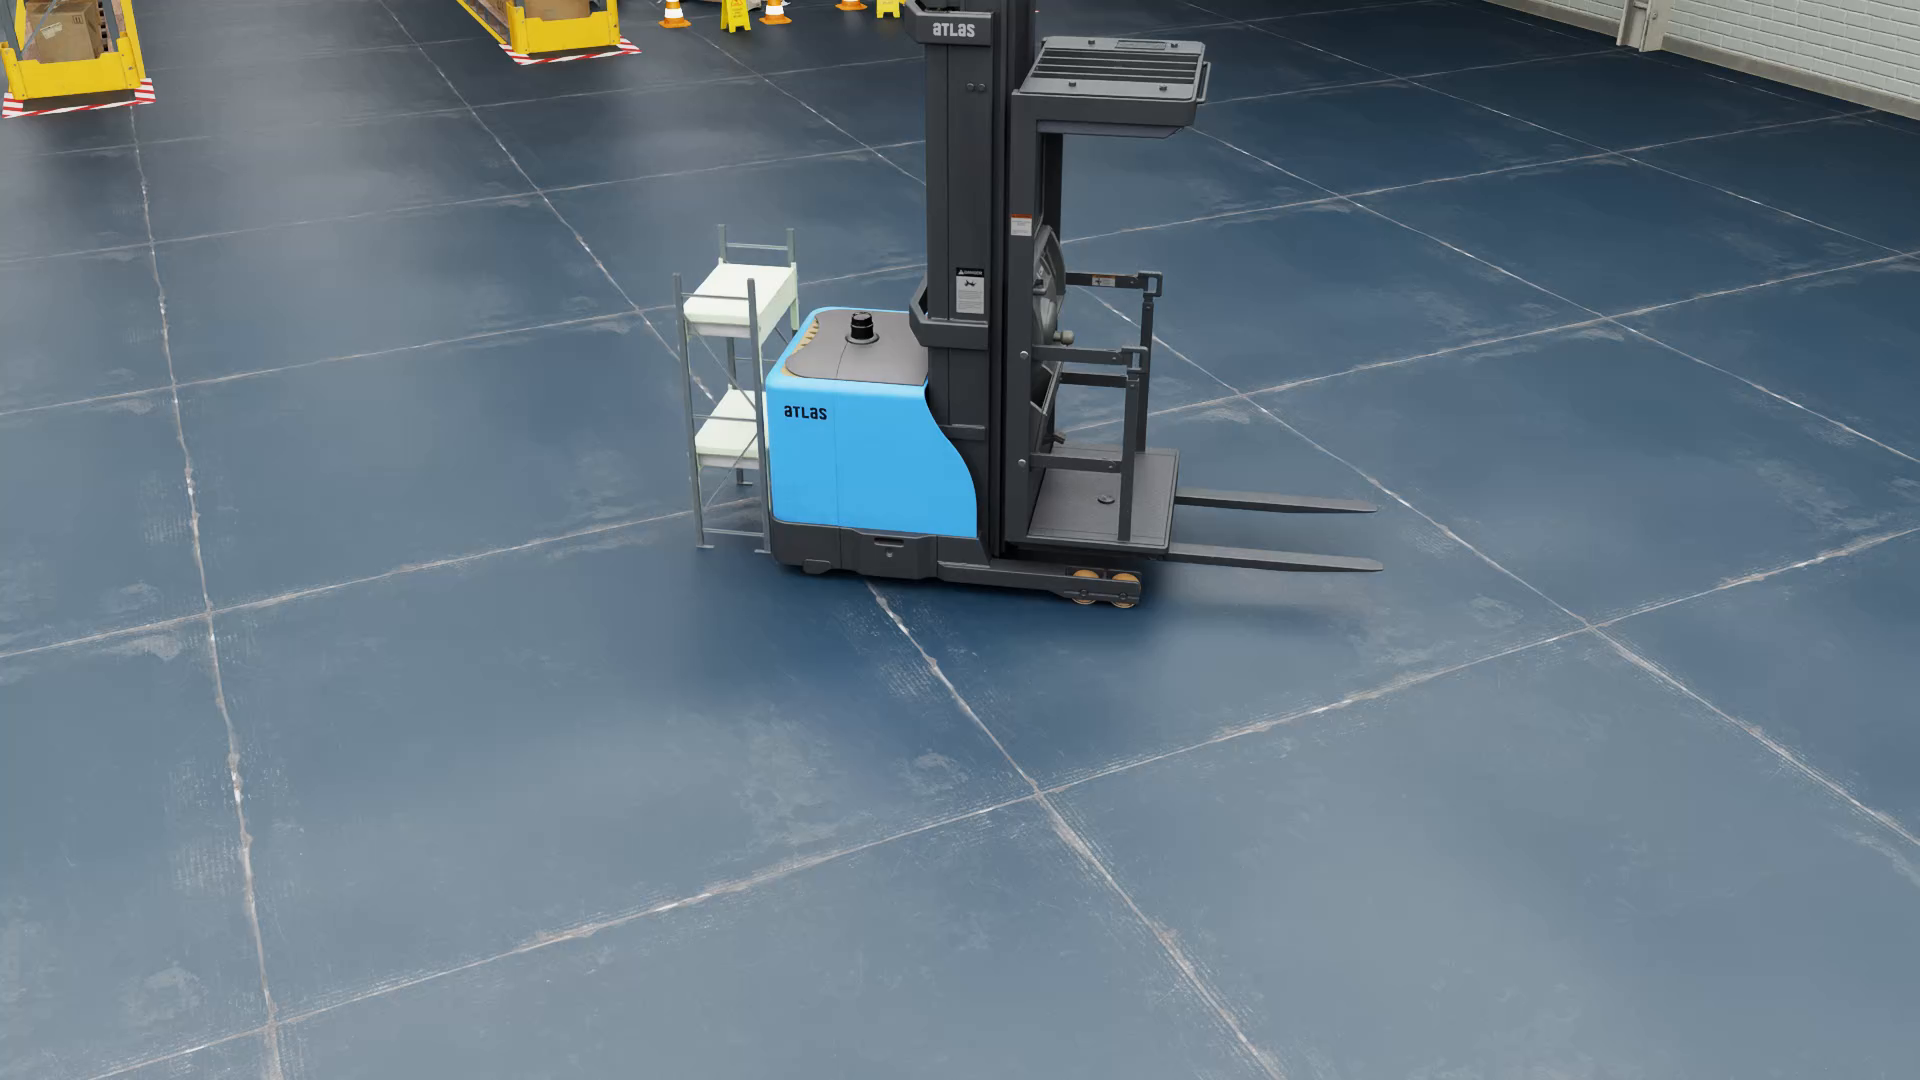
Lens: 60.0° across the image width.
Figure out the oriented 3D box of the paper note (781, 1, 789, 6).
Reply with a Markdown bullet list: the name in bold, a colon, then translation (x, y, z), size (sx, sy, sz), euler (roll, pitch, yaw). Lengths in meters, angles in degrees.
- **paper note**: translation (-2.187, -6.634, 20.550), size (0.142, 0.019, 0.148), euler (26, 38, 38)

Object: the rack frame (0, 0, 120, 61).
- **rack frame**: translation (-8.934, -5.849, 16.114), size (1.000, 3.000, 0.127), euler (-13, 32, -22)

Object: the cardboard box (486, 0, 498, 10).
- **cardboard box**: translation (-5.141, -6.776, 19.510), size (0.875, 0.875, 0.875), euler (-14, 32, -23)

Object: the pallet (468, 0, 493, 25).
- **pallet**: translation (-5.345, -6.504, 20.134), size (1.003, 0.211, 1.213), euler (-13, 32, -22)

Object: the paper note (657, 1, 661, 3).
- **paper note**: translation (-3.738, -6.695, 20.679), size (0.032, 0.001, 0.123), euler (2, 29, 4)

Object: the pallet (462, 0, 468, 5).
- **pallet**: translation (-5.872, -7.044, 21.096), size (1.003, 0.211, 1.213), euler (-13, 32, -22)

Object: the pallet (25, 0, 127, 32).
- **pallet**: translation (-10.331, -6.110, 19.431), size (1.003, 0.211, 1.213), euler (-13, 32, -22)

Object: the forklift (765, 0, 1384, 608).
- **forklift**: translation (0.614, -1.227, 7.941), size (3.031, 2.935, 1.130), euler (5, 30, 8)

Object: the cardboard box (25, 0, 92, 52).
- **cardboard box**: translation (-9.475, -5.478, 17.578), size (0.500, 0.500, 0.500), euler (-5, 30, -9)

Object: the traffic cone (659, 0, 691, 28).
- **traffic cone**: translation (-3.357, -6.272, 19.462), size (0.336, 0.463, 0.334), euler (-13, 32, -22)

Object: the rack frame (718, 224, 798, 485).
- **rack frame**: translation (-1.050, -0.955, 8.920), size (0.400, 1.500, 0.023), euler (5, 30, 8)

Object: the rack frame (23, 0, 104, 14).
- **rack frame**: translation (-10.651, -7.616, 19.265), size (1.000, 3.000, 0.127), euler (-13, 32, -22)

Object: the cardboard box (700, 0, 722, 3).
- **cardboard box**: translation (-3.024, -7.085, 20.871), size (0.637, 0.503, 0.797), euler (13, 32, 21)

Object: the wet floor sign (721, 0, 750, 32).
- **wet floor sign**: translation (-2.610, -6.222, 19.186), size (0.267, 0.644, 0.232), euler (-19, 35, -30)

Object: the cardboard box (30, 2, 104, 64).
- **cardboard box**: translation (-9.187, -5.221, 17.120), size (0.500, 0.500, 0.500), euler (-7, 30, -13)

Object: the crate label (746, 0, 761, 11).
- **crate label**: translation (-2.583, -6.551, 20.293), size (0.298, 0.136, 0.250), euler (19, 34, 30)

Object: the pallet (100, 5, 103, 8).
- **pallet**: translation (-10.987, -6.743, 20.559), size (1.003, 0.211, 1.213), euler (-13, 32, -22)

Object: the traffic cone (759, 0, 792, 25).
- **traffic cone**: translation (-2.190, -6.359, 19.617), size (0.336, 0.463, 0.334), euler (-13, 32, -22)

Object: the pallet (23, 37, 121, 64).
- **pallet**: translation (-9.284, -5.032, 17.509), size (1.003, 0.211, 1.213), euler (-13, 32, -22)

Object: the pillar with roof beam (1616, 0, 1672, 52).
- **pillar with roof beam**: translation (3.700, -8.533, 14.766), size (9.100, 9.000, 0.400), euler (-13, 32, -22)

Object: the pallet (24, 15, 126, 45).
- **pallet**: translation (-9.803, -5.571, 18.468), size (1.003, 0.211, 1.213), euler (-13, 32, -22)

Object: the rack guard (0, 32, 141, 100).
- **rack guard**: translation (-8.967, -4.792, 16.785), size (1.175, 0.500, 0.348), euler (-13, 32, -22)

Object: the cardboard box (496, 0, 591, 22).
- **cardboard box**: translation (-4.762, -6.388, 18.818), size (0.875, 0.875, 0.875), euler (-13, 32, -22)

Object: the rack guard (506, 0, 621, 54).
- **rack guard**: translation (-4.401, -5.745, 18.484), size (1.175, 0.500, 0.348), euler (-13, 32, -22)

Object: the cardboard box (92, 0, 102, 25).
- **cardboard box**: translation (-9.925, -6.014, 18.535), size (0.500, 0.500, 0.500), euler (-16, 33, -26)

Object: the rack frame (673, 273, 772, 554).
- **rack frame**: translation (-1.174, -0.602, 8.291), size (0.400, 1.500, 0.023), euler (5, 30, 8)

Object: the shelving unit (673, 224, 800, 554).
- **shelving unit**: translation (-1.112, -0.779, 8.605), size (0.431, 1.500, 0.755), euler (5, 30, 8)

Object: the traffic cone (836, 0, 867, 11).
- **traffic cone**: translation (-1.333, -6.742, 20.300), size (0.336, 0.463, 0.334), euler (-13, 32, -22)

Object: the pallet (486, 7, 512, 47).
- **pallet**: translation (-4.825, -5.966, 19.174), size (1.003, 0.211, 1.213), euler (-13, 32, -22)

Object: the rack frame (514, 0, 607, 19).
- **rack frame**: translation (-4.411, -6.846, 17.891), size (1.000, 3.000, 0.127), euler (-13, 32, -22)

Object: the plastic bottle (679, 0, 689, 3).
- **plastic bottle**: translation (-3.517, -6.765, 20.752), size (0.283, 0.061, 0.133), euler (26, 38, 38)

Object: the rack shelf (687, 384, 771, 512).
- **rack shelf**: translation (-1.112, -0.494, 8.765), size (0.431, 0.370, 0.720), euler (5, 30, 8)

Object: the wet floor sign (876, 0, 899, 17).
- **wet floor sign**: translation (-0.869, -6.594, 19.850), size (0.267, 0.644, 0.232), euler (-3, 29, -5)

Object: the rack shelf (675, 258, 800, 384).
- **rack shelf**: translation (-1.112, -1.119, 8.414), size (0.431, 0.370, 0.720), euler (5, 30, 8)
